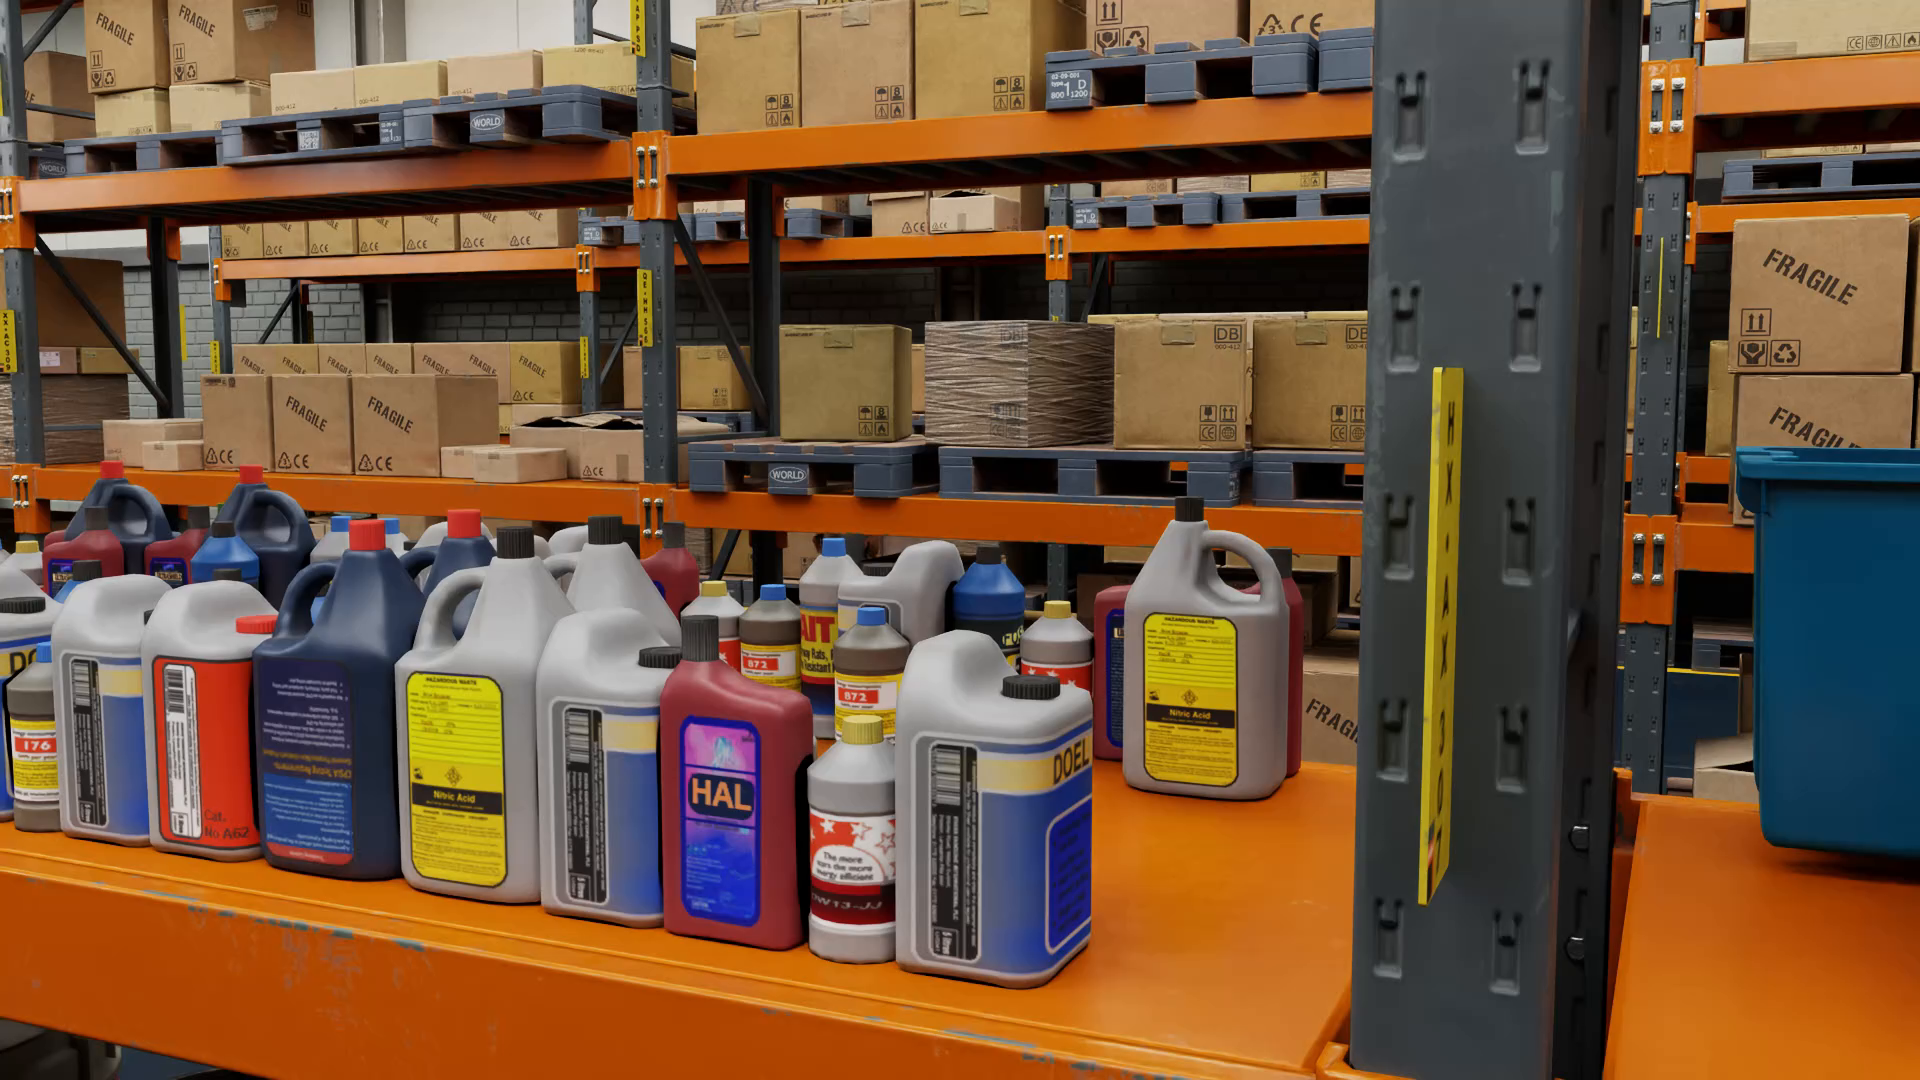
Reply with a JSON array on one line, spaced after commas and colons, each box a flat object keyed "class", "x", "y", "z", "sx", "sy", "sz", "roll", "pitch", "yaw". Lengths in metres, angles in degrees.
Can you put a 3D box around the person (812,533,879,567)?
[{"class": "person", "x": -0.767, "y": -0.049, "z": 10.284, "sx": 0.585, "sy": 1.637, "sz": 0.504, "roll": -4, "pitch": 7, "yaw": -37}]
